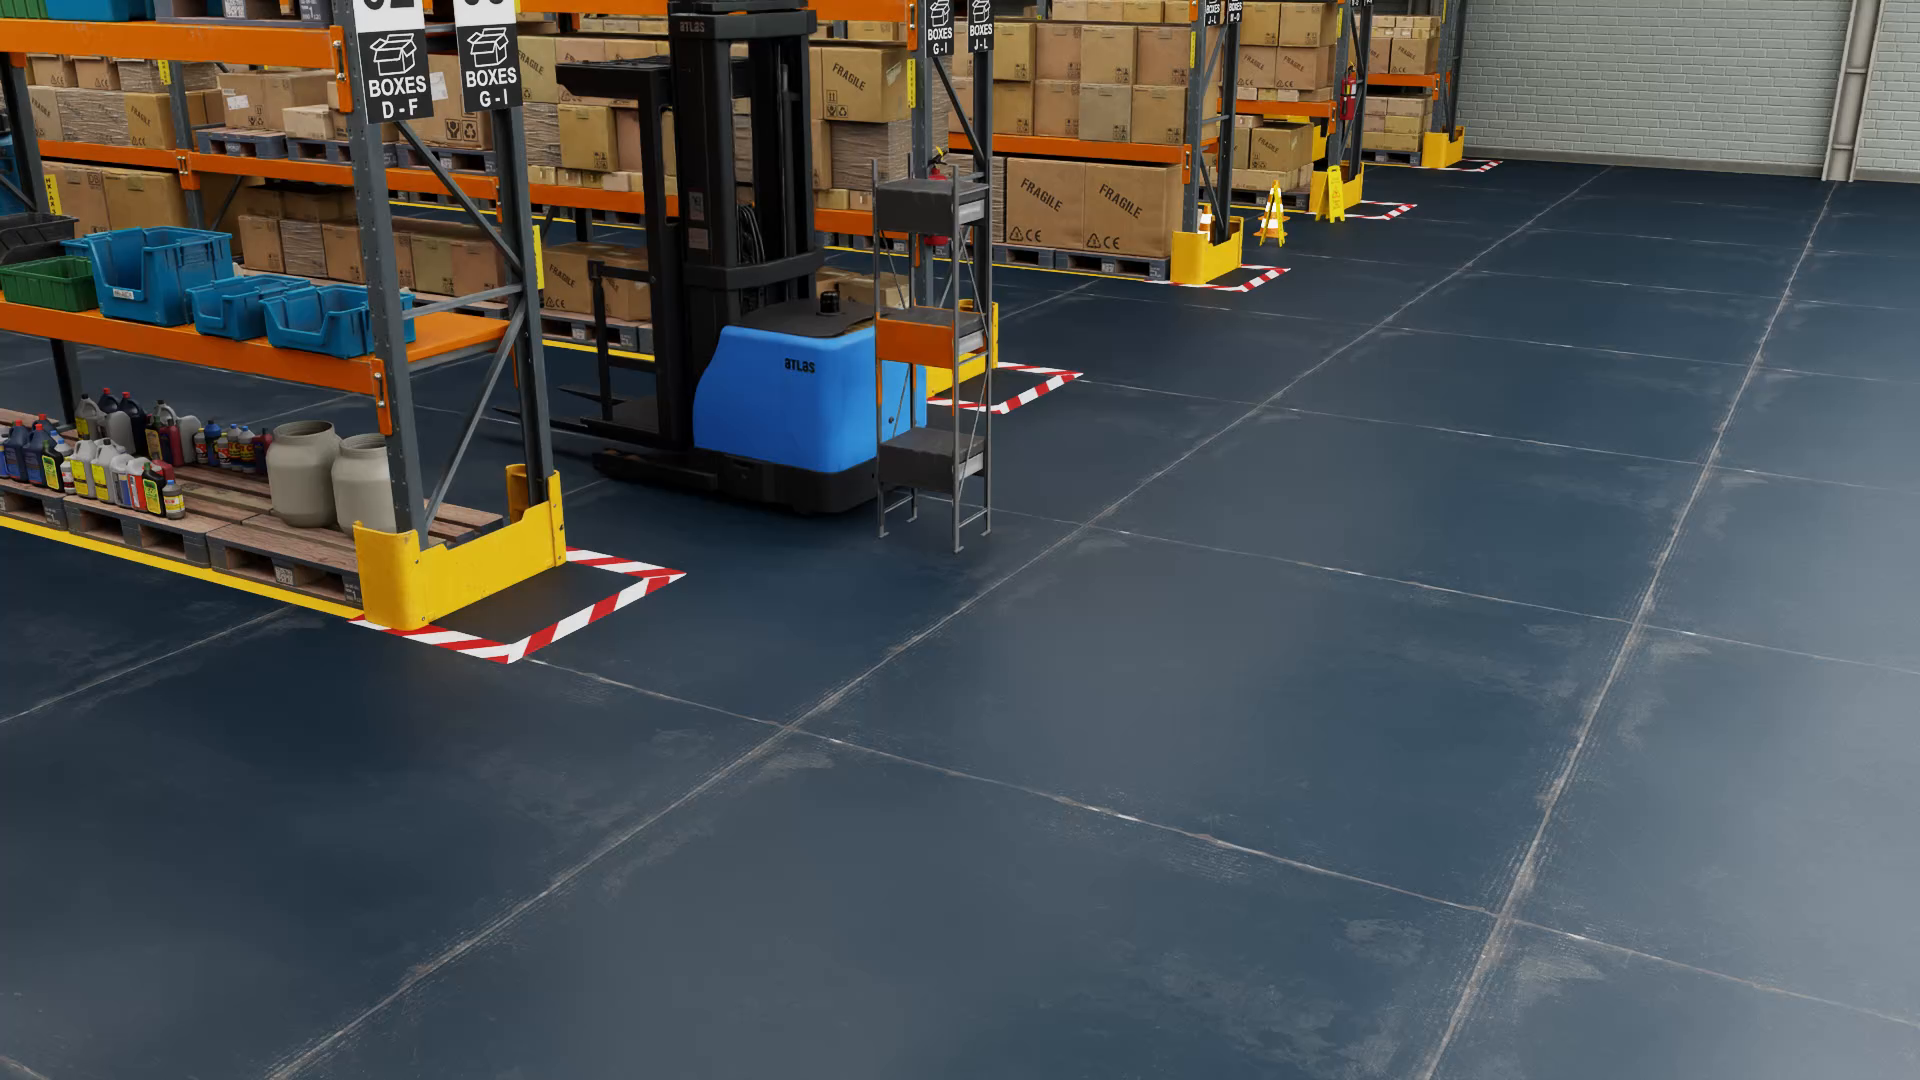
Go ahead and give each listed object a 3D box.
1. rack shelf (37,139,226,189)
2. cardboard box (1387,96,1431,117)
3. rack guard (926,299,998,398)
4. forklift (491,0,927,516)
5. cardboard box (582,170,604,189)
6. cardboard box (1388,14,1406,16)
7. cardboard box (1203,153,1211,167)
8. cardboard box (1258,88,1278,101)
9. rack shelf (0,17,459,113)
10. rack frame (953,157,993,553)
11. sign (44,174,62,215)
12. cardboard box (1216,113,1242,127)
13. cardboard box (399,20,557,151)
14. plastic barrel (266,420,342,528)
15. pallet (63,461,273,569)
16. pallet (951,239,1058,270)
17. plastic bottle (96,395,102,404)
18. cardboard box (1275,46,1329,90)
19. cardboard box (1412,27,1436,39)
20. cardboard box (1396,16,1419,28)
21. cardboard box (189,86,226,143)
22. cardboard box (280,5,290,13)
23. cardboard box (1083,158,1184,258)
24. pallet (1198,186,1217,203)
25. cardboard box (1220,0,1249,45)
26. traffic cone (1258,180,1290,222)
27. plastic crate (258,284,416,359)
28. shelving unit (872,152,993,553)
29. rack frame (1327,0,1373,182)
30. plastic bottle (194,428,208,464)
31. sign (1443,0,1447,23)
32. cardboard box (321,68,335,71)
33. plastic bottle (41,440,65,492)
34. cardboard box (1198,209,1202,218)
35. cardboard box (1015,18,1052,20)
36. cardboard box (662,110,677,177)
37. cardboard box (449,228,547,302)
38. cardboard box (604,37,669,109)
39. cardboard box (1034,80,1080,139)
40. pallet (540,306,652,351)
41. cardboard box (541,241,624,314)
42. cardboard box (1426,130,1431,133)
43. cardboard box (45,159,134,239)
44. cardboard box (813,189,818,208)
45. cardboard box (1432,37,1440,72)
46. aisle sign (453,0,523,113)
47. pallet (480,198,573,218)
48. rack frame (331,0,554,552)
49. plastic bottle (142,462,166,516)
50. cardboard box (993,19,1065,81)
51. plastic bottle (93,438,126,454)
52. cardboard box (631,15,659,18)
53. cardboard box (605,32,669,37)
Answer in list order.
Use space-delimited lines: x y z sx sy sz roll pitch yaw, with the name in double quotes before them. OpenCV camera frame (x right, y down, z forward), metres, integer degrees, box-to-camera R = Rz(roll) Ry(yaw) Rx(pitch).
"rack shelf" -8.778 -3.960 16.937 4.000 0.370 1.077 11 23 27
"cardboard box" 6.648 -6.422 24.620 0.500 0.250 0.500 12 23 29
"rack guard" -0.115 -1.472 12.691 0.348 0.500 1.175 11 23 27
"forklift" -1.705 -1.880 10.249 3.031 2.935 1.130 12 23 31
"cardboard box" -2.833 -2.939 13.437 0.250 0.149 0.380 11 23 27
"cardboard box" 6.564 -7.768 24.846 0.250 0.149 0.380 11 23 28
"cardboard box" 3.064 -5.070 21.259 0.500 0.500 0.500 10 22 26
"cardboard box" 3.865 -5.523 20.562 0.250 0.149 0.380 10 22 26
"rack shelf" -4.210 -2.565 8.693 4.000 0.370 1.077 11 23 27
"rack frame" 0.069 -0.974 8.971 0.015 2.100 0.400 11 23 27
"sign" -5.678 -2.117 10.398 0.005 0.325 0.100 11 23 27
"cardboard box" 3.387 -5.287 20.906 0.250 0.149 0.380 11 23 28
"cardboard box" -4.166 -3.953 14.369 1.000 1.000 1.000 11 23 28
"plastic barrel" -3.513 -0.358 8.986 0.421 0.512 0.421 0 20 0
"pallet" -4.321 -0.188 9.574 1.213 0.211 1.003 11 23 27
"pallet" 0.662 -3.097 17.592 1.213 0.211 1.003 11 23 27
"plastic bottle" -5.375 -0.774 10.437 0.133 0.283 0.061 12 23 30
"cardboard box" 4.177 -5.780 20.318 0.500 0.500 0.500 10 22 26
"cardboard box" 6.763 -7.389 24.239 0.250 0.149 0.380 11 23 28
"cardboard box" 6.556 -7.584 24.339 0.250 0.149 0.380 11 23 27
"cardboard box" -7.324 -4.174 16.326 0.500 0.500 0.500 12 23 29
"cardboard box" -8.560 -6.745 21.511 0.500 0.500 0.500 10 22 25
"cardboard box" 1.835 -3.386 16.801 0.875 0.875 0.875 11 23 28
"pallet" 2.965 -4.636 21.835 1.213 0.211 1.003 11 23 27
"cardboard box" 3.299 -6.402 20.567 0.500 0.500 0.700 10 22 27
"traffic cone" 3.780 -4.080 19.934 0.334 0.463 0.336 11 23 27
"plastic crate" -3.047 -1.084 8.174 0.616 0.251 0.499 11 23 27
"shelving unit" -0.145 -1.015 9.083 0.503 2.100 0.431 11 23 27
"rack frame" 4.785 -5.585 20.363 0.127 3.000 1.000 11 23 27
"plastic bottle" -4.547 -0.570 9.997 0.097 0.201 0.097 0 20 0
"sign" 6.925 -7.560 23.761 0.005 0.325 0.100 11 23 27
"cardboard box" -7.898 -5.967 21.169 0.250 0.149 0.380 10 22 25
"plastic bottle" -5.165 -0.426 9.480 0.133 0.283 0.061 12 23 30
"cardboard box" 2.656 -3.861 19.792 0.380 0.149 0.250 -11 23 -29
"cardboard box" 1.023 -6.798 22.507 0.500 0.500 0.500 11 23 29
"cardboard box" -1.856 -3.151 13.071 0.500 0.500 0.875 11 23 27
"cardboard box" -4.066 -2.440 14.714 0.500 0.500 0.700 9 22 23
"cardboard box" -2.398 -3.640 12.953 0.500 0.500 0.500 11 23 27
"cardboard box" 1.194 -4.429 16.955 0.550 0.550 0.875 11 23 27
"pallet" -2.937 -1.888 14.260 1.213 0.211 1.003 11 23 27
"cardboard box" -3.211 -2.244 14.202 0.500 0.500 0.500 10 22 26
"cardboard box" 6.869 -6.108 25.221 0.500 0.250 0.500 11 23 28
"cardboard box" -8.399 -3.435 16.936 0.875 0.875 1.225 11 23 27
"cardboard box" -1.070 -2.617 12.548 0.250 0.149 0.380 11 23 27
"cardboard box" 6.905 -7.275 24.876 0.500 0.500 0.500 12 23 29
"aisle sign" -2.258 -2.458 7.929 0.004 0.787 0.394 11 23 27
"pallet" -5.207 -4.244 20.757 1.213 0.211 1.003 11 23 27
"rack frame" -2.464 -1.160 8.165 0.127 3.000 1.000 11 23 27
"plastic bottle" -4.392 -0.279 9.074 0.133 0.283 0.061 11 23 29
"cardboard box" 0.680 -4.993 16.927 0.500 0.550 0.875 11 23 27
"plastic bottle" -4.867 -0.440 9.529 0.135 0.276 0.152 11 23 27
"cardboard box" -4.553 -7.778 24.796 0.500 0.500 0.500 10 22 26
"cardboard box" -2.576 -3.881 13.617 0.500 0.500 0.500 11 23 27
